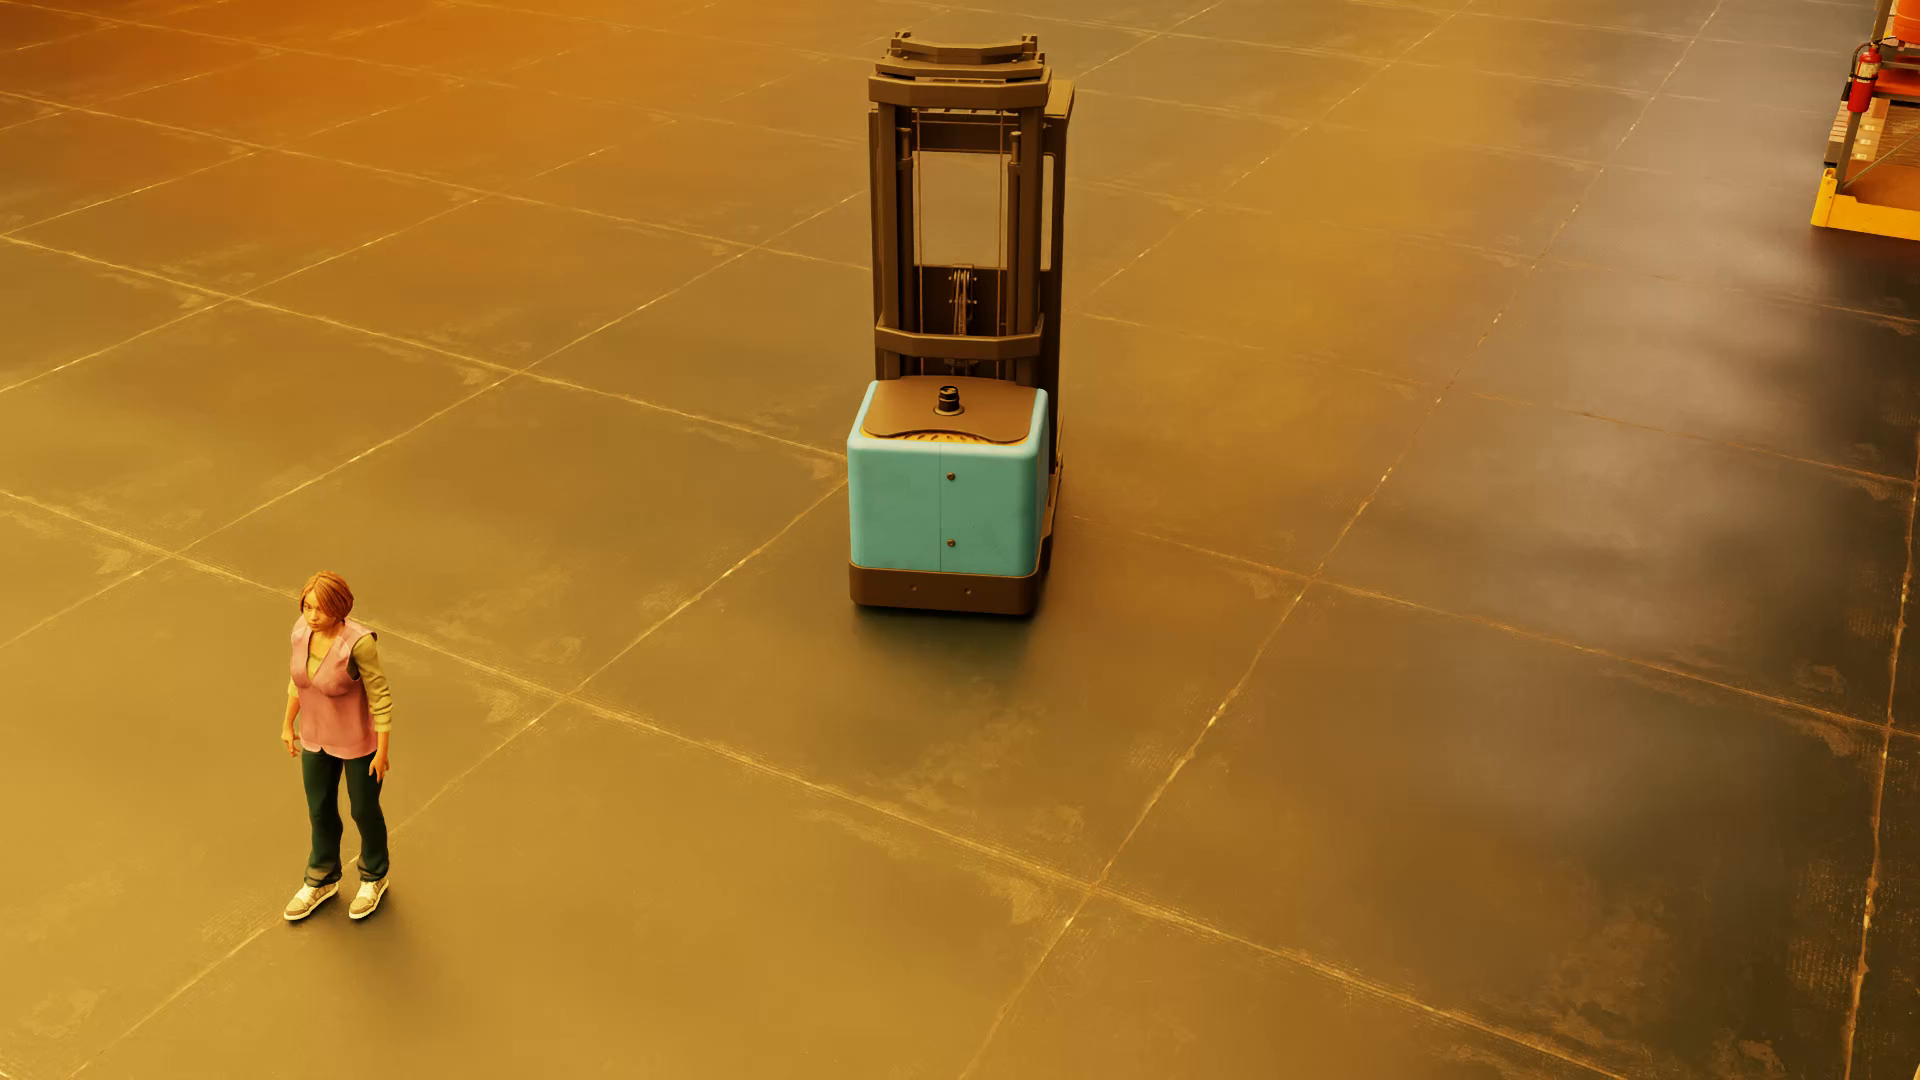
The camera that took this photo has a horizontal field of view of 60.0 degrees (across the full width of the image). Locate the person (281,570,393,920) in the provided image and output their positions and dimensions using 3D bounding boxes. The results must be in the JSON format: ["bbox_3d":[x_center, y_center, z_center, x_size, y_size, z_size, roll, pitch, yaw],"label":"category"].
[{"bbox_3d":[-2.602,0.878,6.869,0.520,1.600,0.472,10,31,16],"label":"person"}]

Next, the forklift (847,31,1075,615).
[{"bbox_3d":[0.072,-1.572,9.794,1.130,2.935,3.031,3,30,6],"label":"forklift"}]
